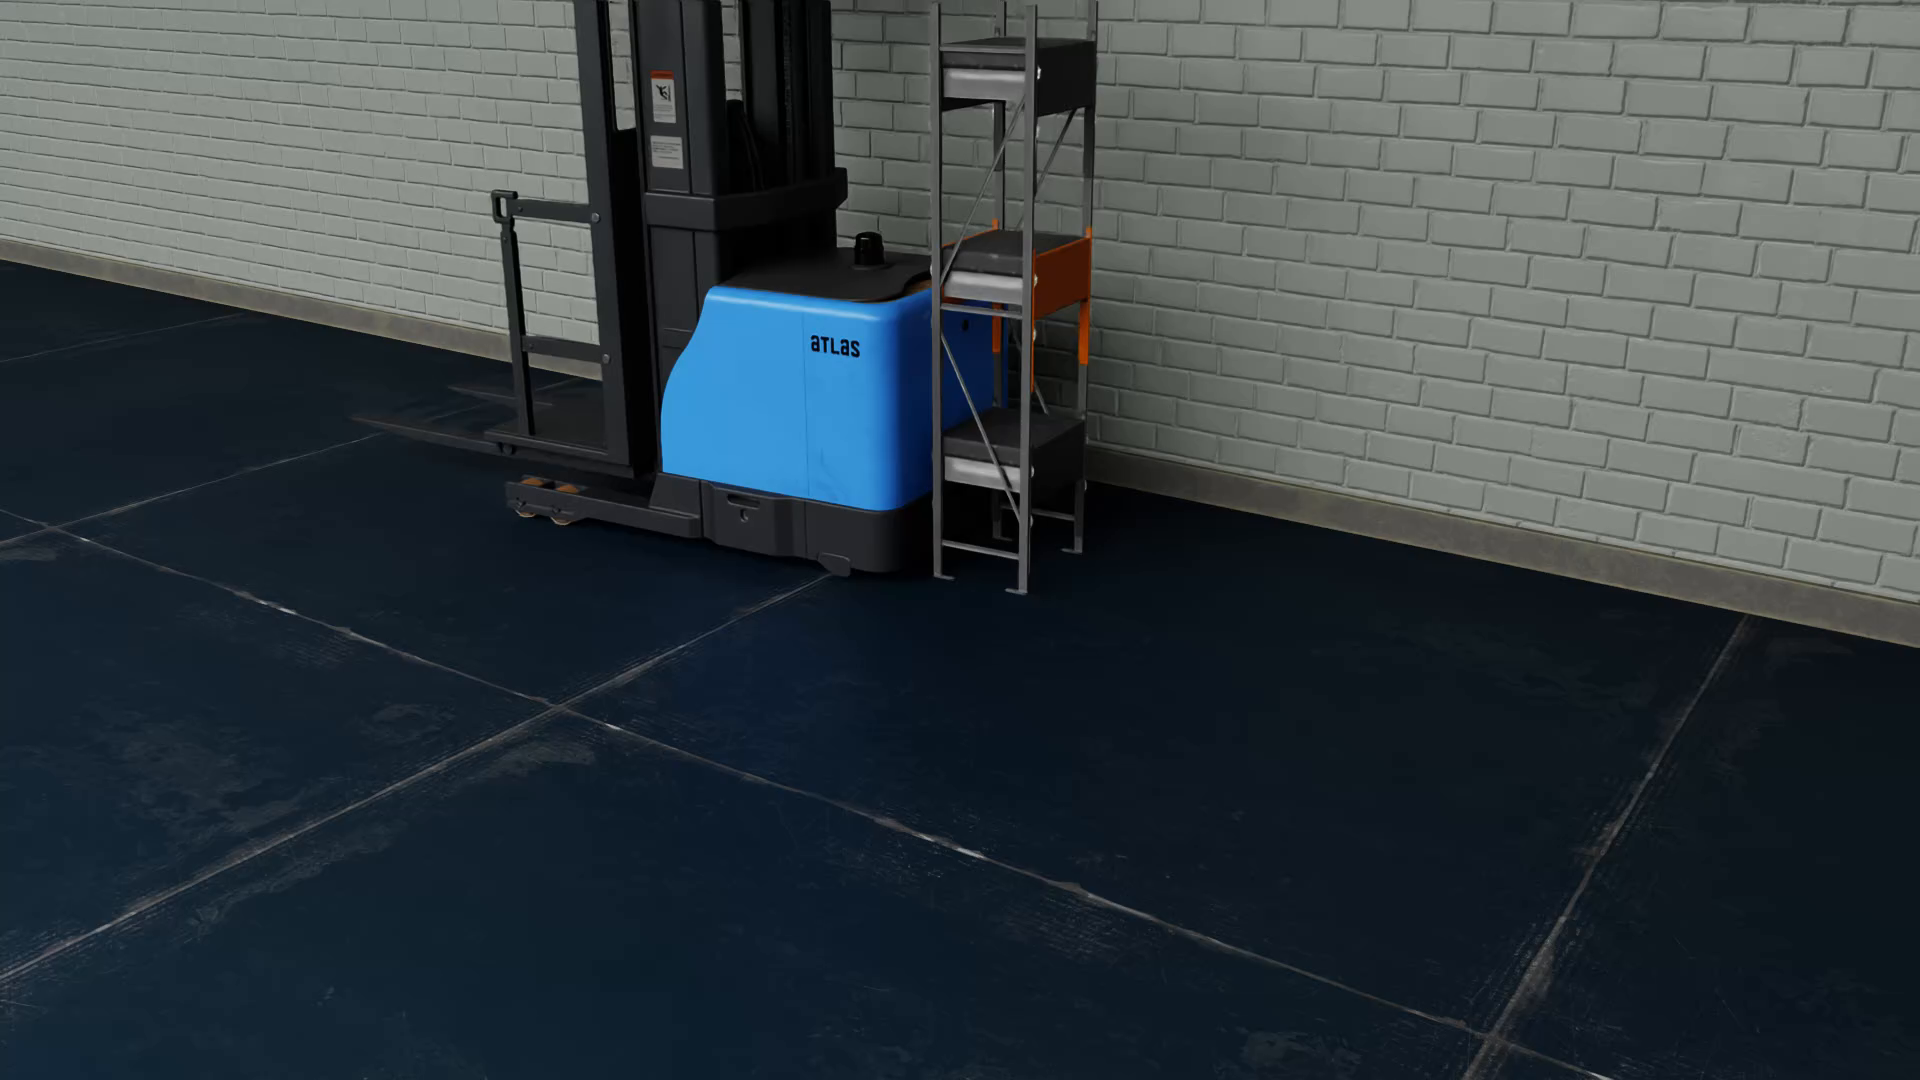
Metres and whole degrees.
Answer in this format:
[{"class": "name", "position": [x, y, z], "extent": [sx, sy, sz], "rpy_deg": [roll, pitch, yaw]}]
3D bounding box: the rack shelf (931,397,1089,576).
[{"class": "rack shelf", "position": [0.194, -0.217, 6.382], "extent": [0.431, 0.518, 0.480], "rpy_deg": [11, 23, 27]}]

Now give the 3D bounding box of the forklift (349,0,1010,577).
[{"class": "forklift", "position": [-1.330, -1.583, 6.819], "extent": [3.031, 2.935, 1.130], "rpy_deg": [11, 23, 27]}]

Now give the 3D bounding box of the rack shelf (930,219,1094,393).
[{"class": "rack shelf", "position": [0.194, -0.874, 6.139], "extent": [0.431, 0.518, 0.480], "rpy_deg": [11, 23, 27]}]

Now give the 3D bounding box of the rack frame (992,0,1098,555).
[{"class": "rack frame", "position": [0.311, -0.961, 6.335], "extent": [0.400, 2.100, 0.015], "rpy_deg": [11, 23, 27]}]

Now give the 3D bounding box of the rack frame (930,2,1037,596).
[{"class": "rack frame", "position": [0.077, -0.812, 5.934], "extent": [0.400, 2.100, 0.015], "rpy_deg": [11, 23, 27]}]

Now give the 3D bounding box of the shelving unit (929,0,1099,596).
[{"class": "shelving unit", "position": [0.194, -0.886, 6.135], "extent": [0.431, 2.100, 0.503], "rpy_deg": [11, 23, 27]}]

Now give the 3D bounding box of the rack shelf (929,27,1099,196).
[{"class": "rack shelf", "position": [0.194, -1.530, 5.896], "extent": [0.431, 0.518, 0.480], "rpy_deg": [11, 23, 27]}]
